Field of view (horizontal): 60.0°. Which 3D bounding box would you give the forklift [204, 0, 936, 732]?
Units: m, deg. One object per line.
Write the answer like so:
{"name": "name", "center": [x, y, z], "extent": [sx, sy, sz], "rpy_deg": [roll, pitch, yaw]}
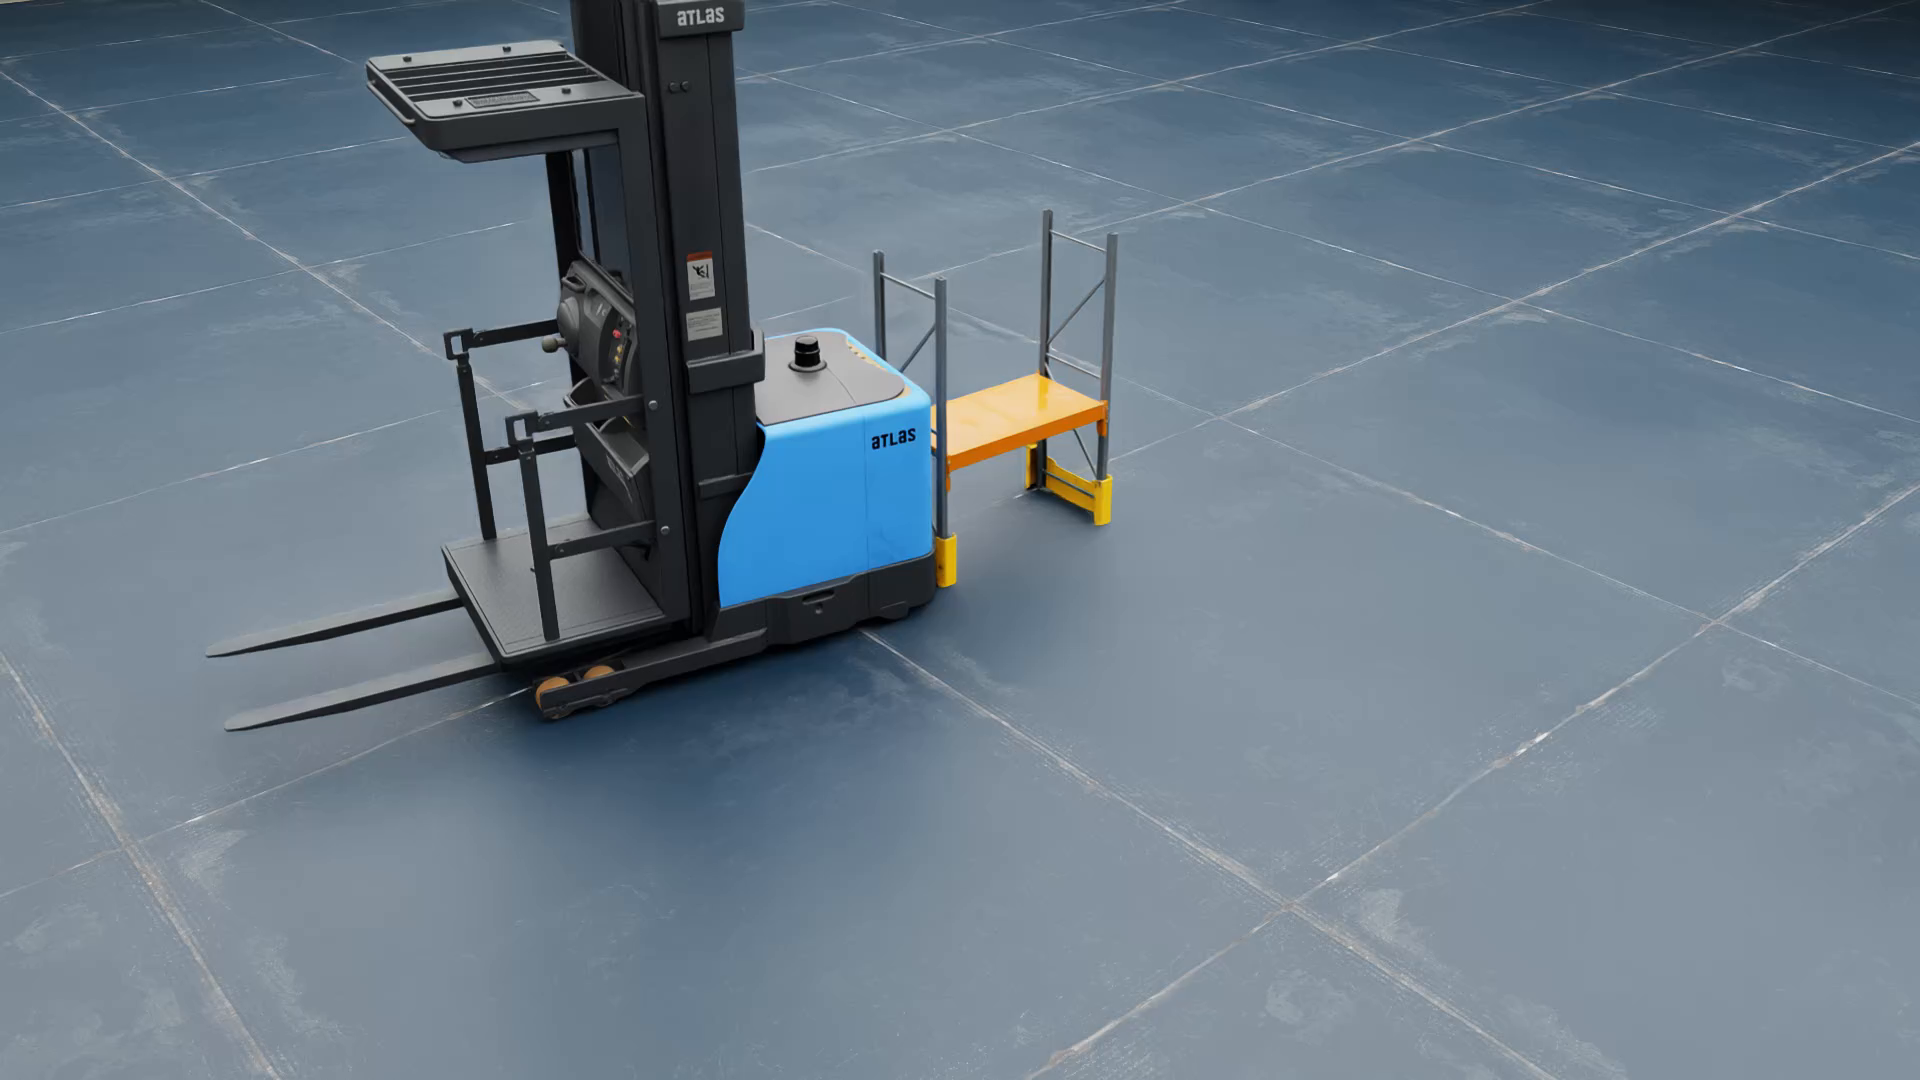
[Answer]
{"name": "forklift", "center": [-1.655, -0.839, 6.711], "extent": [3.031, 2.935, 1.130], "rpy_deg": [-14, 31, -25]}

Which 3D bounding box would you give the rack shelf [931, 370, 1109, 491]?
{"name": "rack shelf", "center": [0.172, -0.546, 8.062], "extent": [1.000, 0.185, 0.538], "rpy_deg": [-21, 34, -33]}

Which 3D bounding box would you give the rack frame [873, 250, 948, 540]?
{"name": "rack frame", "center": [-0.225, -0.555, 7.697], "extent": [0.032, 1.500, 0.500], "rpy_deg": [-21, 34, -33]}

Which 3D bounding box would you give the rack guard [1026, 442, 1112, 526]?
{"name": "rack guard", "center": [0.554, -0.297, 8.541], "extent": [0.087, 0.250, 0.587], "rpy_deg": [-21, 34, -33]}

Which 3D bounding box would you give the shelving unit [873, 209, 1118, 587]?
{"name": "shelving unit", "center": [0.165, -0.702, 7.972], "extent": [1.083, 1.500, 0.587], "rpy_deg": [-21, 34, -33]}

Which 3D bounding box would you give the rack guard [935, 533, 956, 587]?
{"name": "rack guard", "center": [-0.224, -0.004, 7.993], "extent": [0.087, 0.250, 0.587], "rpy_deg": [-21, 34, -33]}

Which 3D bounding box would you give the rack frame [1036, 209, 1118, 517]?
{"name": "rack frame", "center": [0.569, -0.854, 8.257], "extent": [0.032, 1.500, 0.500], "rpy_deg": [-21, 34, -33]}
